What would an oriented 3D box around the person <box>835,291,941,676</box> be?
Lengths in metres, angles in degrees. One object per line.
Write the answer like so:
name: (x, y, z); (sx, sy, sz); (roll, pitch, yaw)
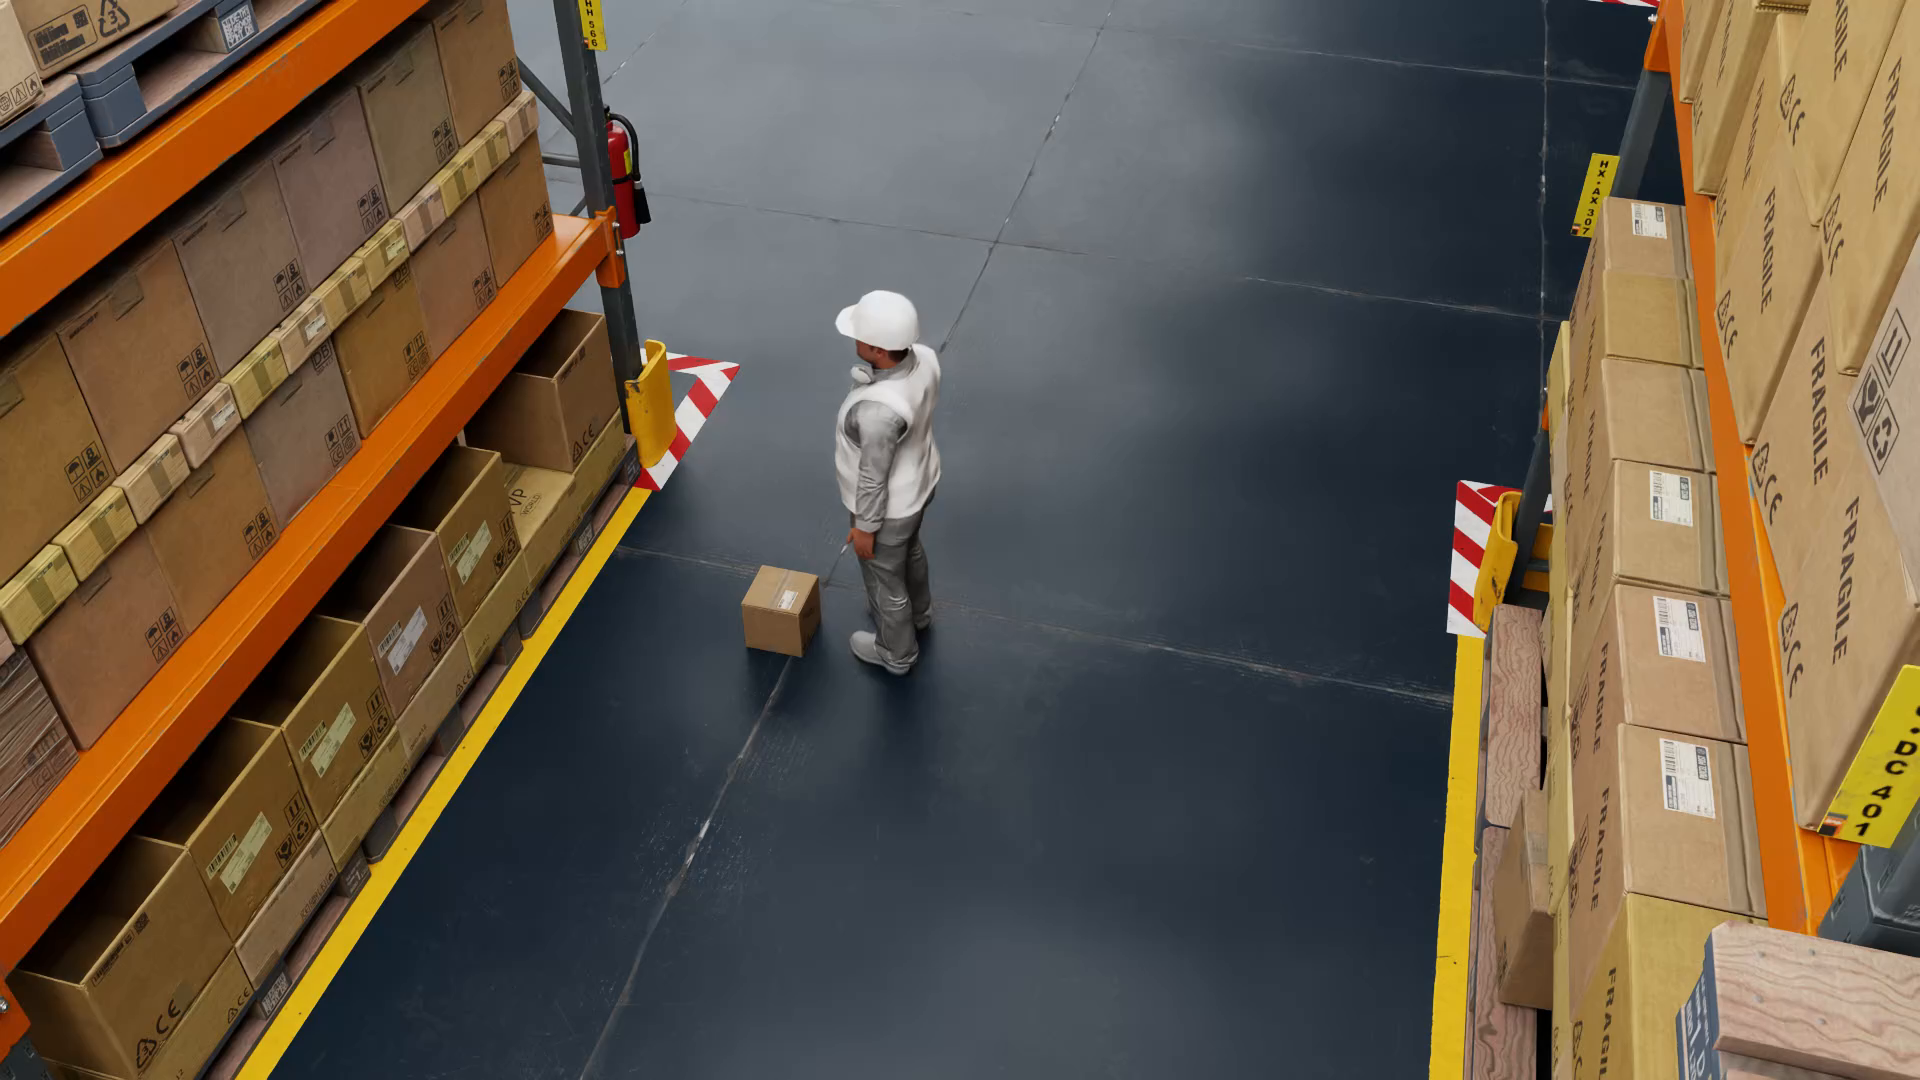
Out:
person: (-0.293, -0.201, 6.358); (0.399, 1.779, 0.576); (14, 43, 16)
